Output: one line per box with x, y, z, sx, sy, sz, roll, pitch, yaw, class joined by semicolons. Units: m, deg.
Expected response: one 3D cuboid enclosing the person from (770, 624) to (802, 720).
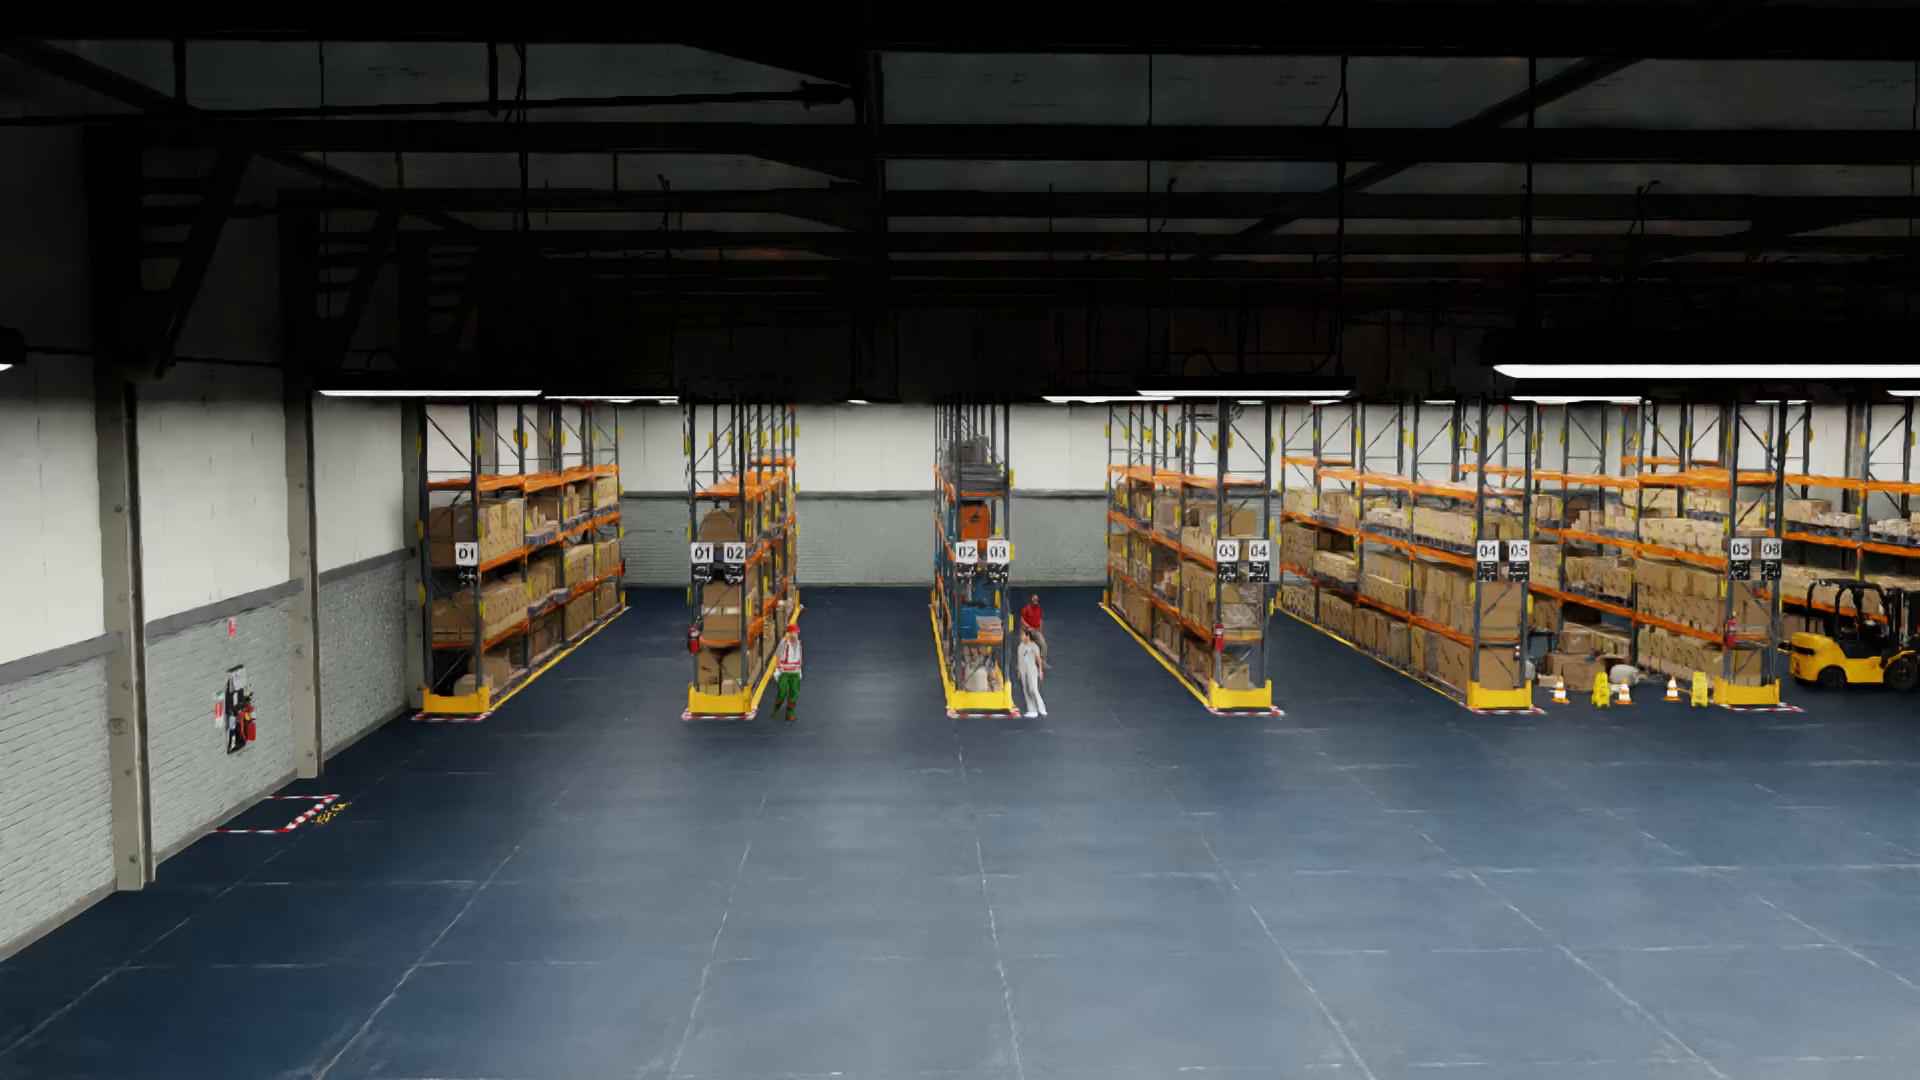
-3.163;2.403;30.435;0.589;1.777;0.577;-3;6;-37;person

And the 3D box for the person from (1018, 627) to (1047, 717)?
1.337;2.437;30.660;0.592;1.656;0.443;4;6;40;person

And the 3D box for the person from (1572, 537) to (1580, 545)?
19.231;0.744;51.717;0.414;1.659;0.630;-3;6;-35;person

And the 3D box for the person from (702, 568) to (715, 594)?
-6.565;1.336;44.120;0.575;1.689;1.128;0;5;-4;person

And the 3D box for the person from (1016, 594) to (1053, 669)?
1.566;1.985;36.219;0.692;1.672;0.788;-2;5;-25;person
